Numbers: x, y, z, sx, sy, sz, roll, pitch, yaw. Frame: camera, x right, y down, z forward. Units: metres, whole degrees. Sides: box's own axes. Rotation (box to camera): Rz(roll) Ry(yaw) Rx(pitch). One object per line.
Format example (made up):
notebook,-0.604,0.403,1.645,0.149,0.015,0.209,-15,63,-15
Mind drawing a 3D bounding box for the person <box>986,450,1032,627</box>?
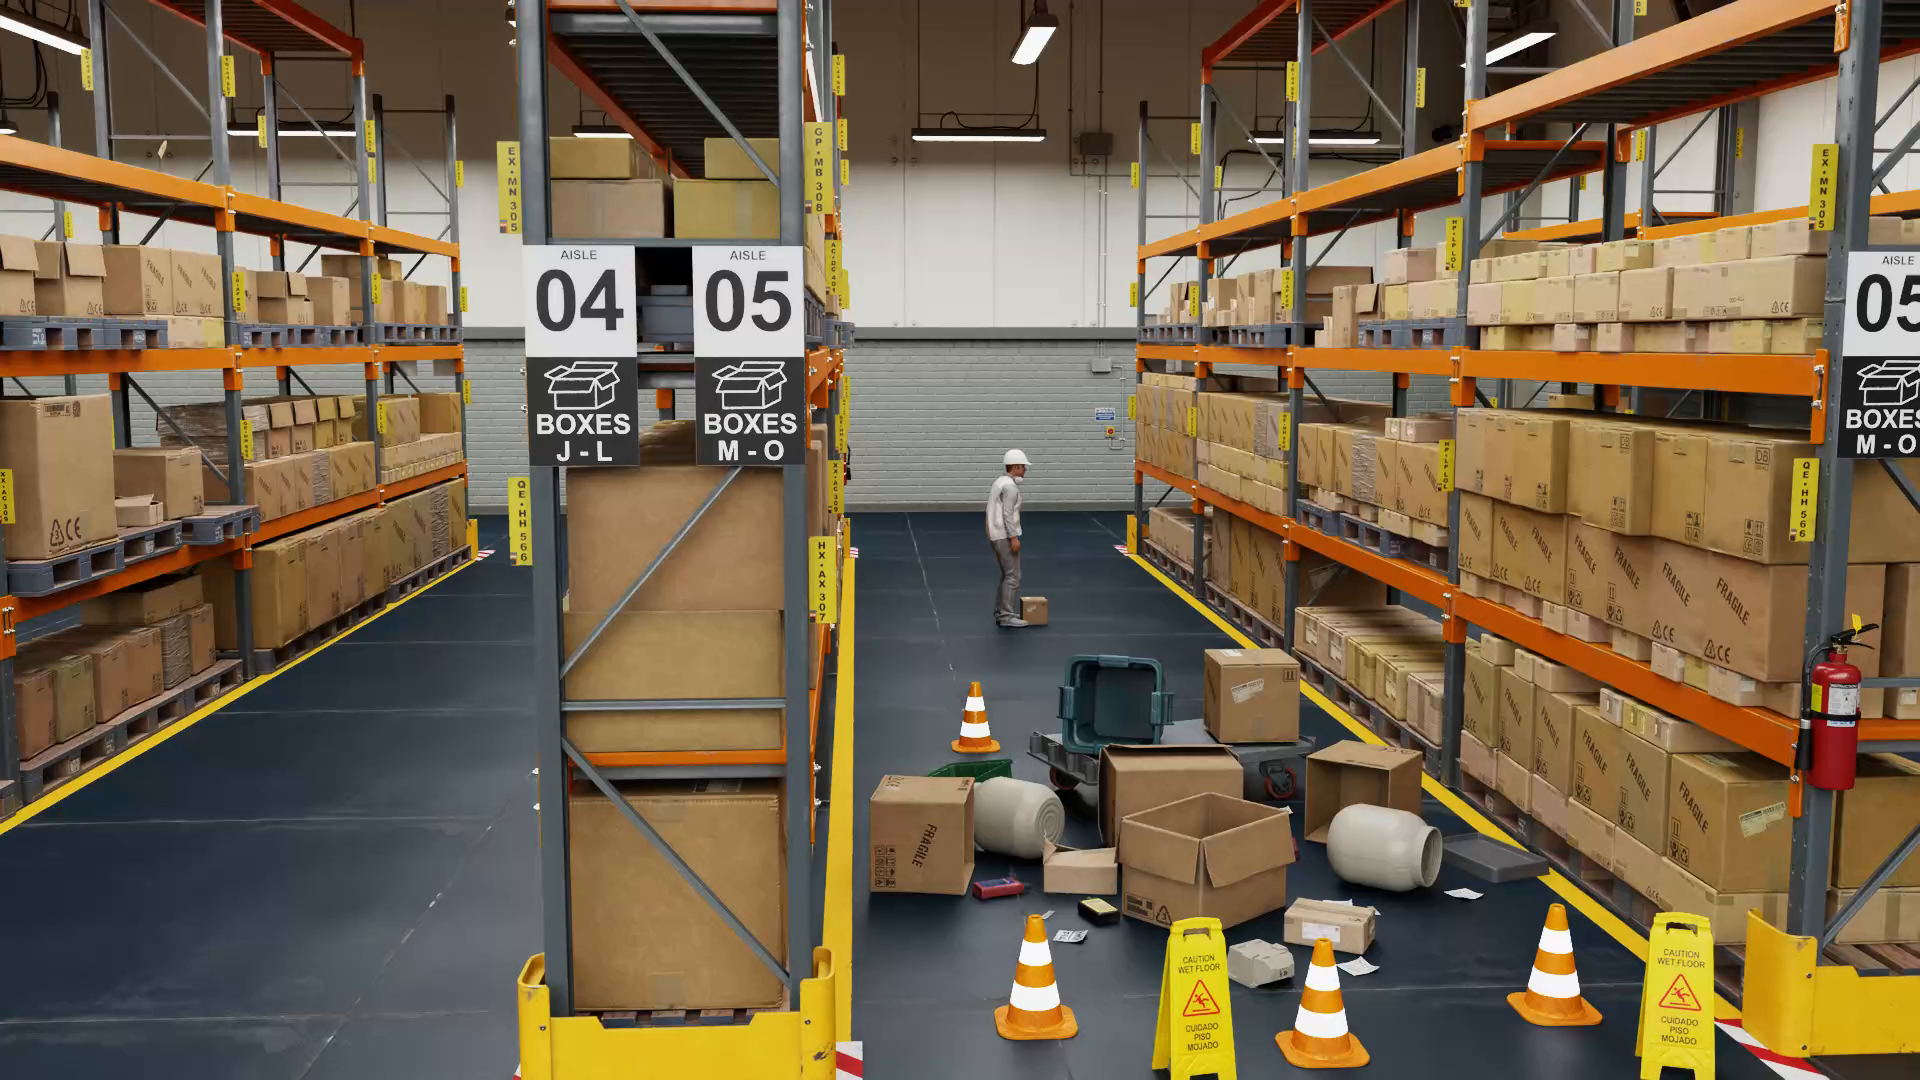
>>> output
person,0.499,-0.029,16.875,0.466,1.771,0.584,-1,7,-4
